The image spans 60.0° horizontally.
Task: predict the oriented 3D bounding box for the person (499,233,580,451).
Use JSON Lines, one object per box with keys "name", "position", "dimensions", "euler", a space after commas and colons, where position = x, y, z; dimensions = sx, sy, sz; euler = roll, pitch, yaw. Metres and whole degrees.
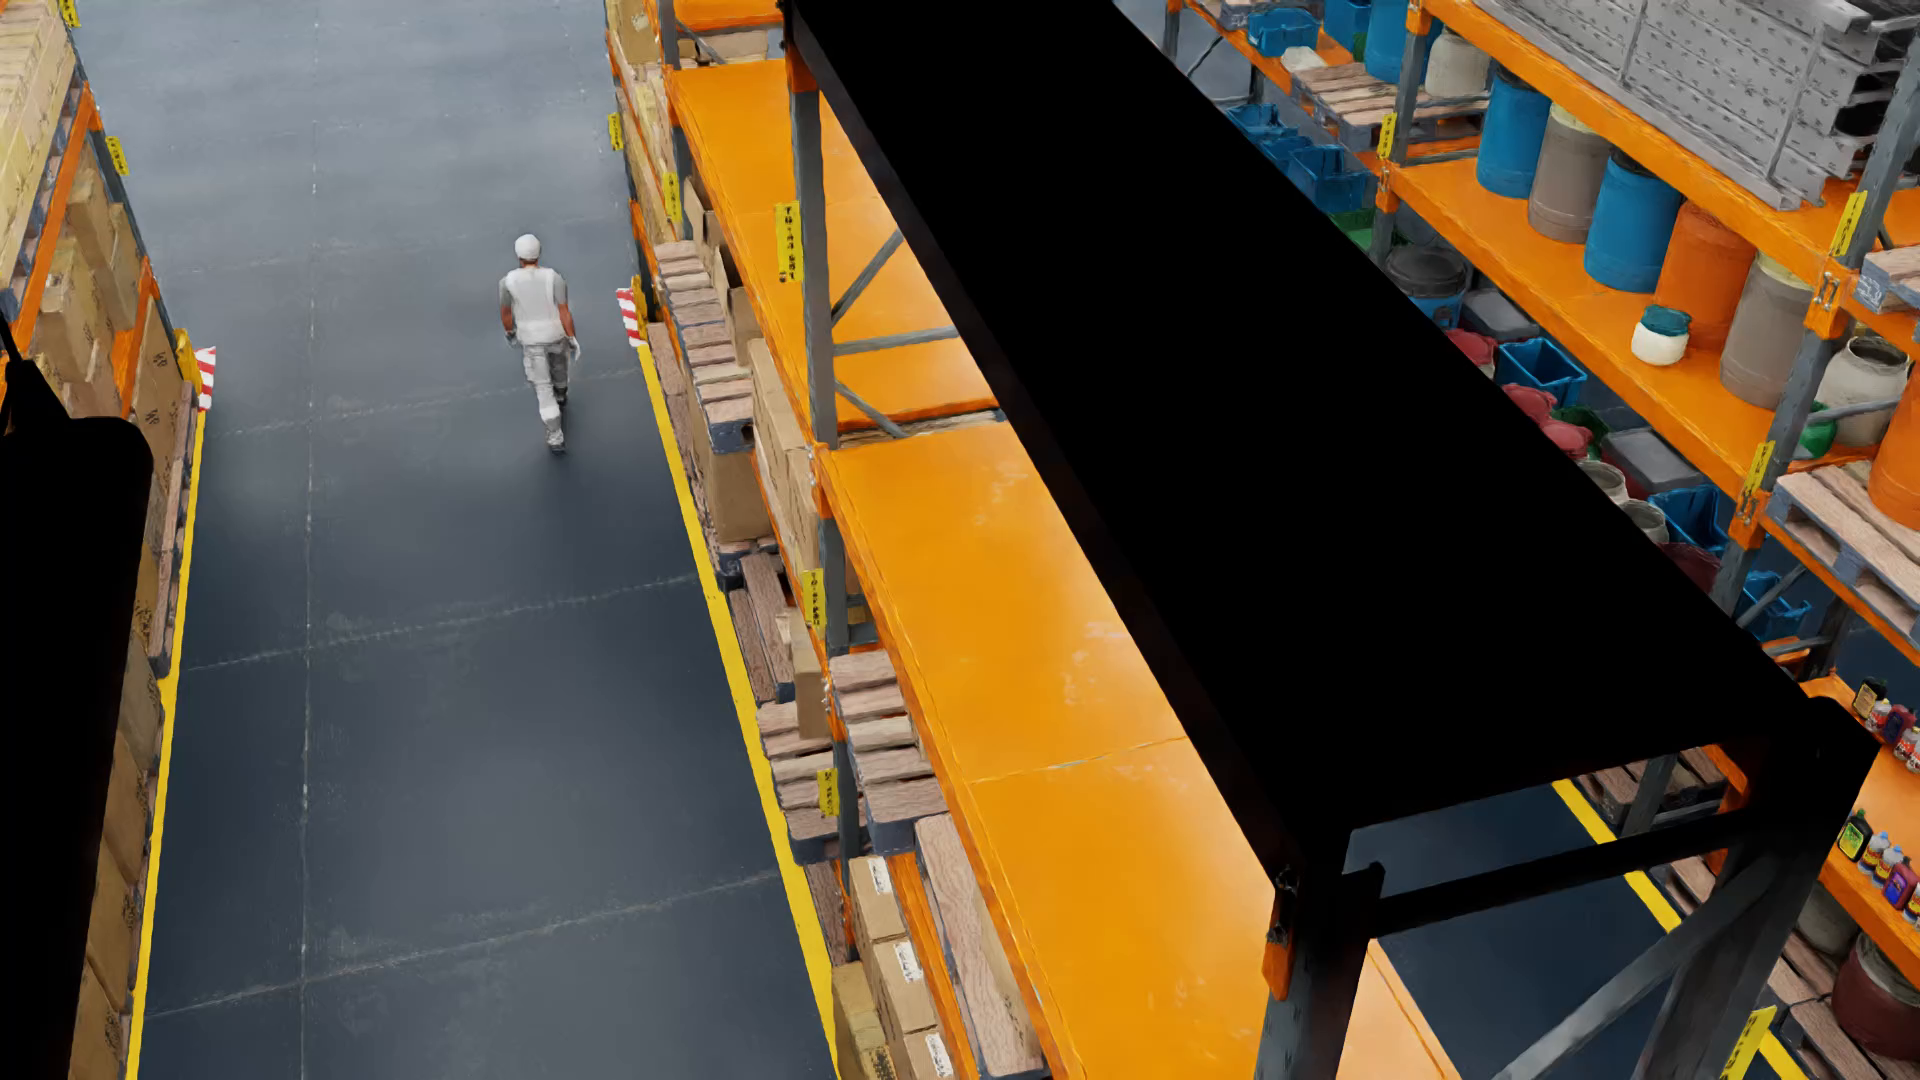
{"name": "person", "position": [-3.422, -1.690, 13.562], "dimensions": [0.567, 1.736, 1.044], "euler": [-11, 40, -14]}
